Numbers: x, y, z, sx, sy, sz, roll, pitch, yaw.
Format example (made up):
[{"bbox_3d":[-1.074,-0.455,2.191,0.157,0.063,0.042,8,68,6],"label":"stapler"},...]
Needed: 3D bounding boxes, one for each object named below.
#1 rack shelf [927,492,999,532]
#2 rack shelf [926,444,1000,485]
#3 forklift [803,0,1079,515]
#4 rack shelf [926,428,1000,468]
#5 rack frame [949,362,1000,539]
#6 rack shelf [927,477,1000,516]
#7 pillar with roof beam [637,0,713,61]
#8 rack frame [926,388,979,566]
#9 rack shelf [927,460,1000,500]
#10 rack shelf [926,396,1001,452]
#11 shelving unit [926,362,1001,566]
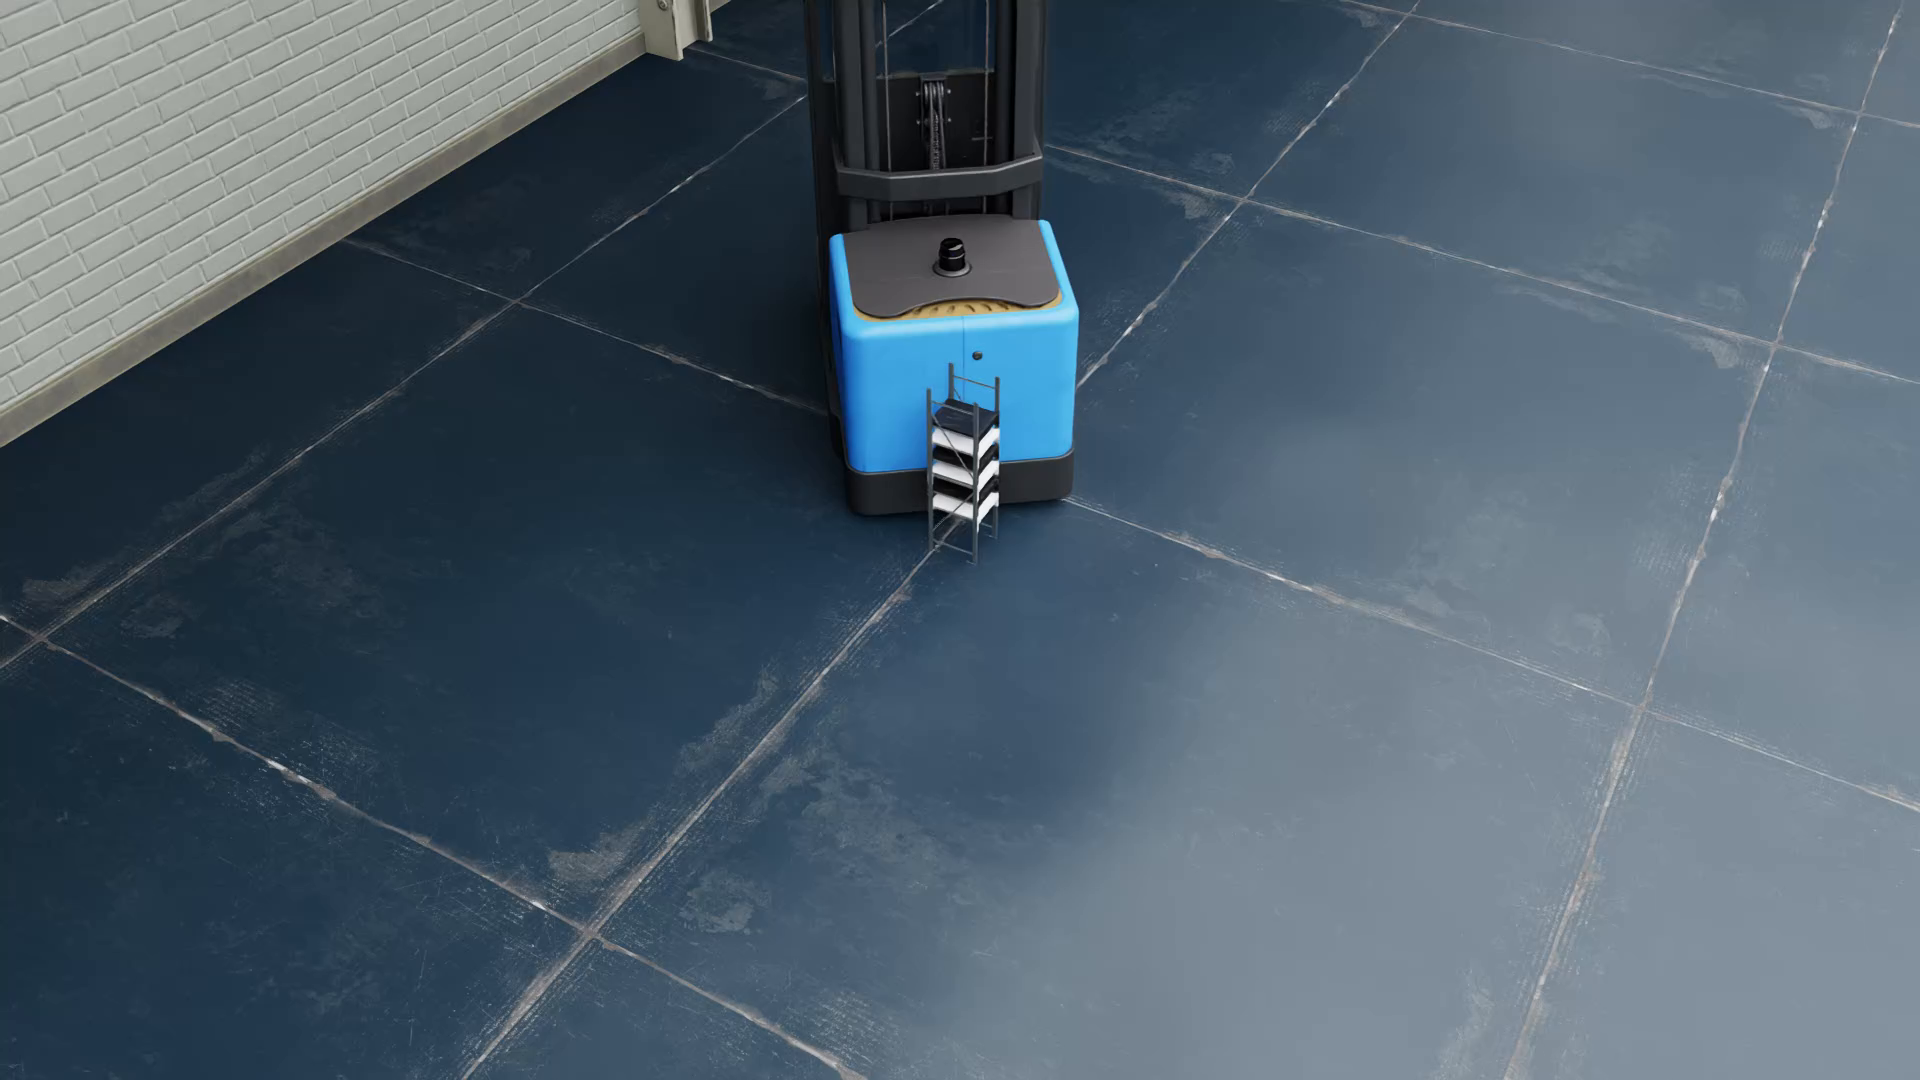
[{"bbox_3d":[0.015,-0.159,7.388,0.258,0.077,0.200,19,45,20],"label":"rack shelf"},{"bbox_3d":[0.015,-0.362,7.210,0.258,0.077,0.200,19,45,20],"label":"rack shelf"},{"bbox_3d":[-0.183,-2.187,7.832,1.130,2.935,3.031,-5,42,-6],"label":"forklift"},{"bbox_3d":[0.015,-0.429,7.150,0.258,0.077,0.200,19,45,20],"label":"rack shelf"},{"bbox_3d":[0.061,-0.379,7.315,0.240,0.900,0.006,19,45,20],"label":"rack frame"},{"bbox_3d":[0.015,-0.227,7.329,0.258,0.077,0.200,19,45,20],"label":"rack shelf"},{"bbox_3d":[1.790,-5.358,6.840,9.100,9.000,0.400,21,45,22],"label":"pillar with roof beam"},{"bbox_3d":[-0.032,-0.259,7.179,0.240,0.900,0.006,19,45,20],"label":"rack frame"},{"bbox_3d":[0.015,-0.294,7.269,0.258,0.077,0.200,19,45,20],"label":"rack shelf"},{"bbox_3d":[0.015,-0.497,7.091,0.258,0.077,0.200,19,45,20],"label":"rack shelf"},{"bbox_3d":[0.015,-0.319,7.247,0.258,0.900,0.210,19,45,20],"label":"shelving unit"}]
